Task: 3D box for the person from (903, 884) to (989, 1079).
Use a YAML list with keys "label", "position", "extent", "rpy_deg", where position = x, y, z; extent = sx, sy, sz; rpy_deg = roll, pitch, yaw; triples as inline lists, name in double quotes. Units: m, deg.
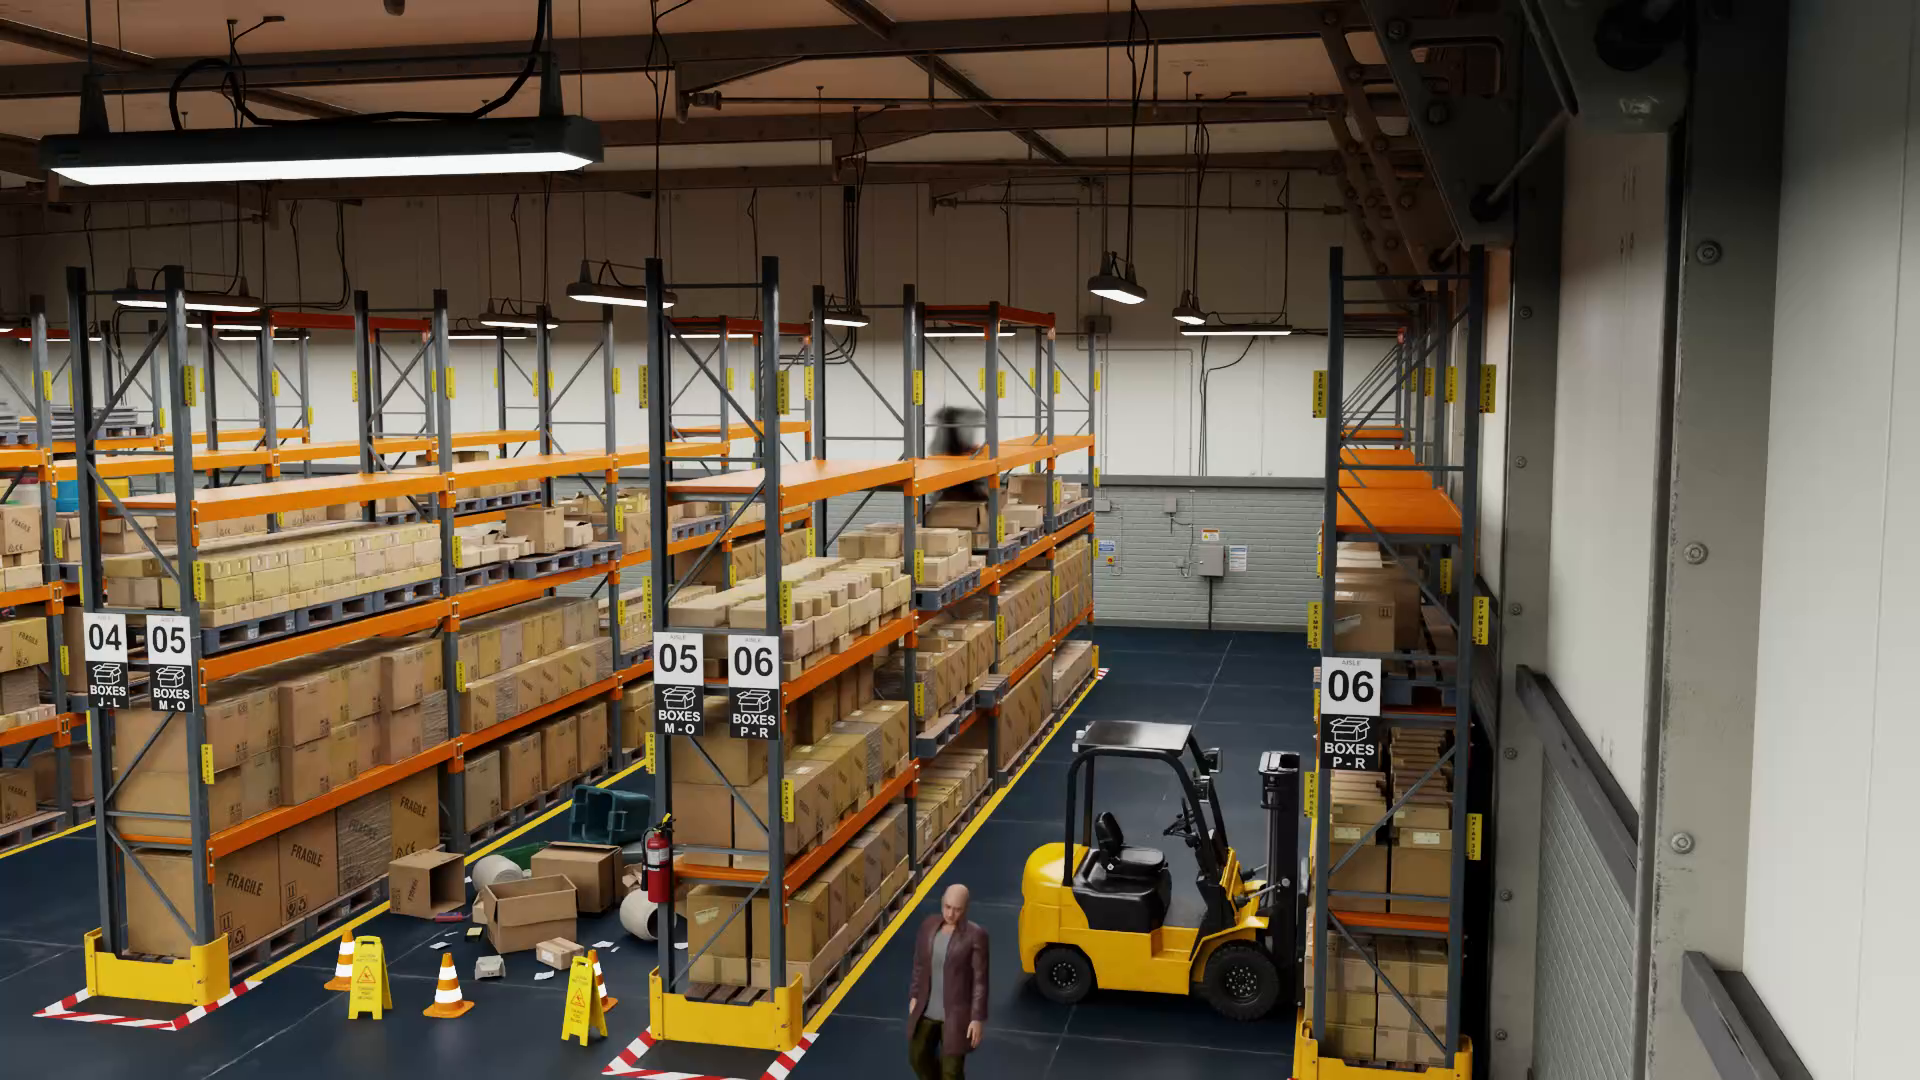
- label: "person"
  position: [-0.085, 3.154, 11.258]
  extent: [0.709, 1.759, 0.535]
  rpy_deg: [3, 7, 30]
